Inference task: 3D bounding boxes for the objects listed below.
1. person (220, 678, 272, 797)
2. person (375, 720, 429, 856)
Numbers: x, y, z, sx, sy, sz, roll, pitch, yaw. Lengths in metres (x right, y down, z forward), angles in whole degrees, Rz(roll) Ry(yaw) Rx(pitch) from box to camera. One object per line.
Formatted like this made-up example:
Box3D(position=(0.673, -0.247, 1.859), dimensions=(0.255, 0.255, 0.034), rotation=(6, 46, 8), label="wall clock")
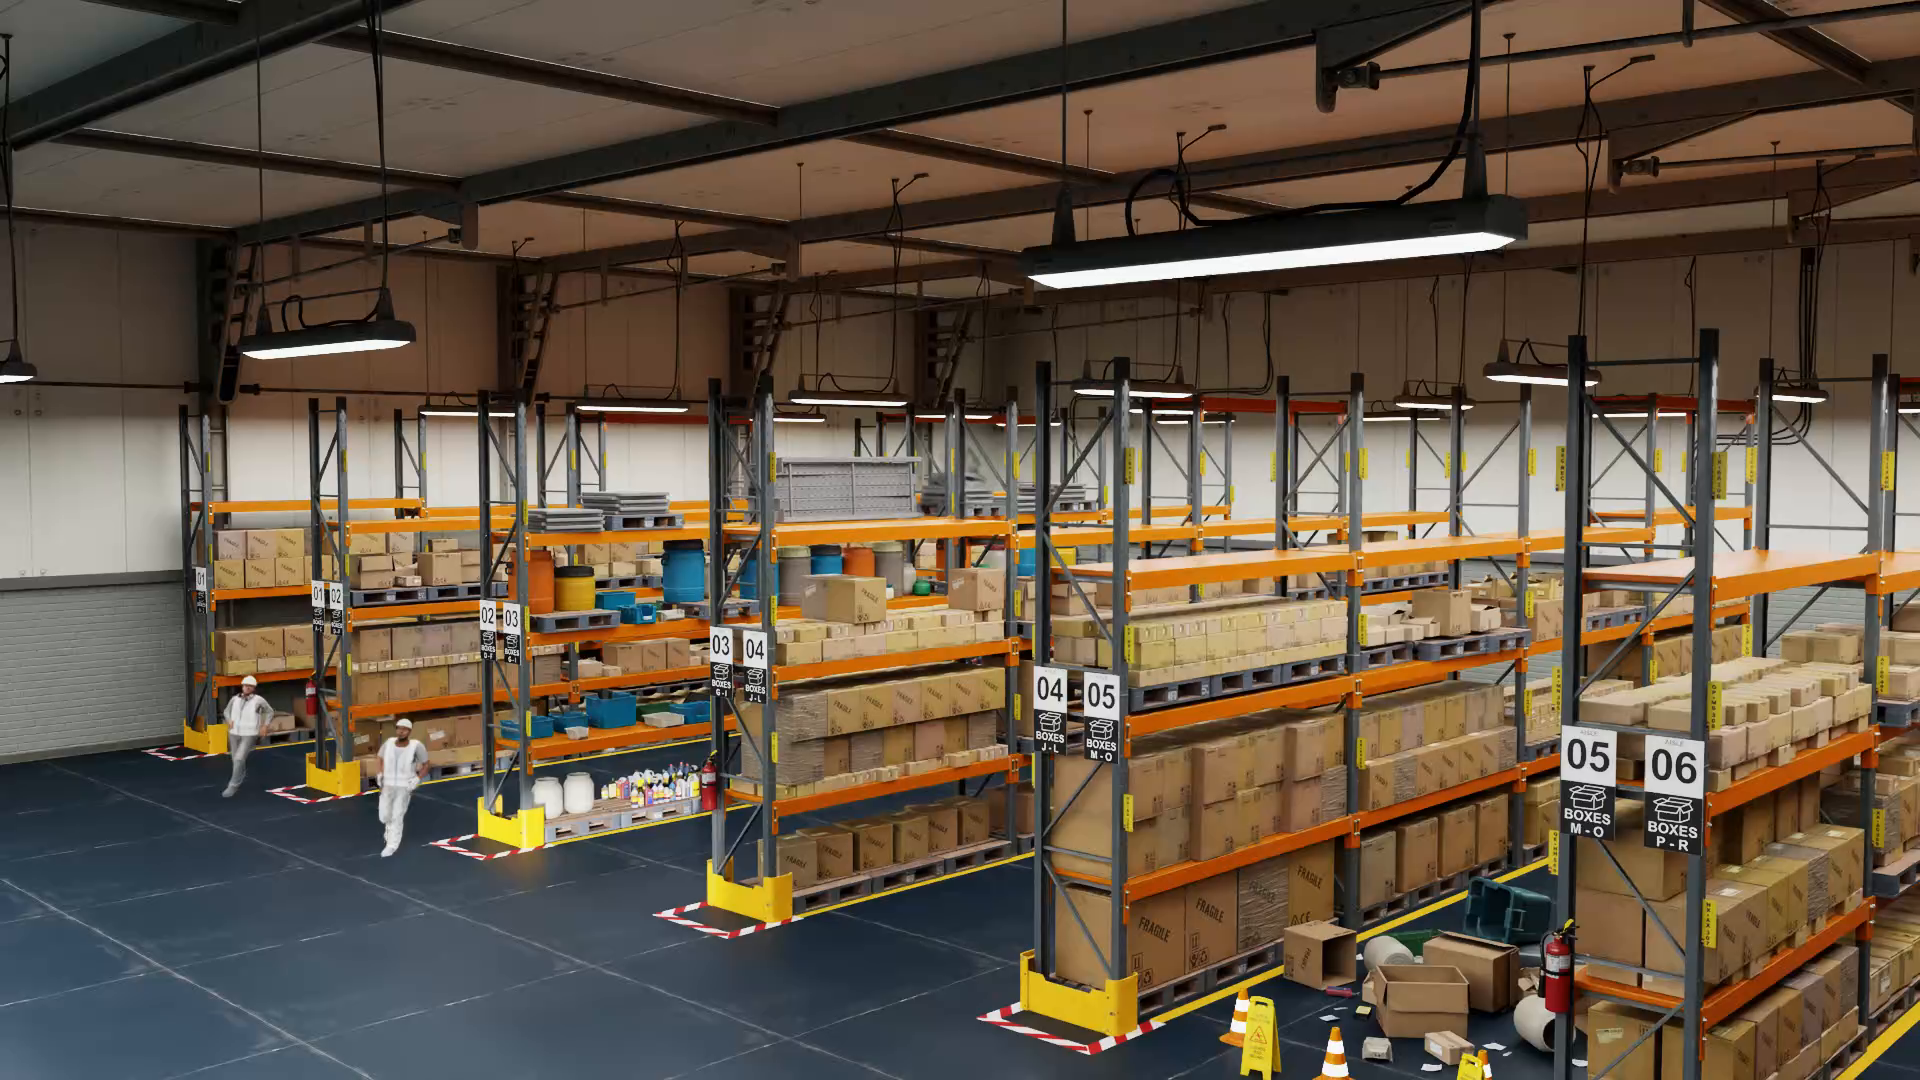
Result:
Box3D(position=(-10.830, 2.958, 25.187), dimensions=(0.731, 1.752, 0.857), rotation=(0, 3, 0), label="person")
Box3D(position=(-7.200, 3.186, 21.415), dimensions=(0.700, 1.745, 0.565), rotation=(0, 3, -5), label="person")
